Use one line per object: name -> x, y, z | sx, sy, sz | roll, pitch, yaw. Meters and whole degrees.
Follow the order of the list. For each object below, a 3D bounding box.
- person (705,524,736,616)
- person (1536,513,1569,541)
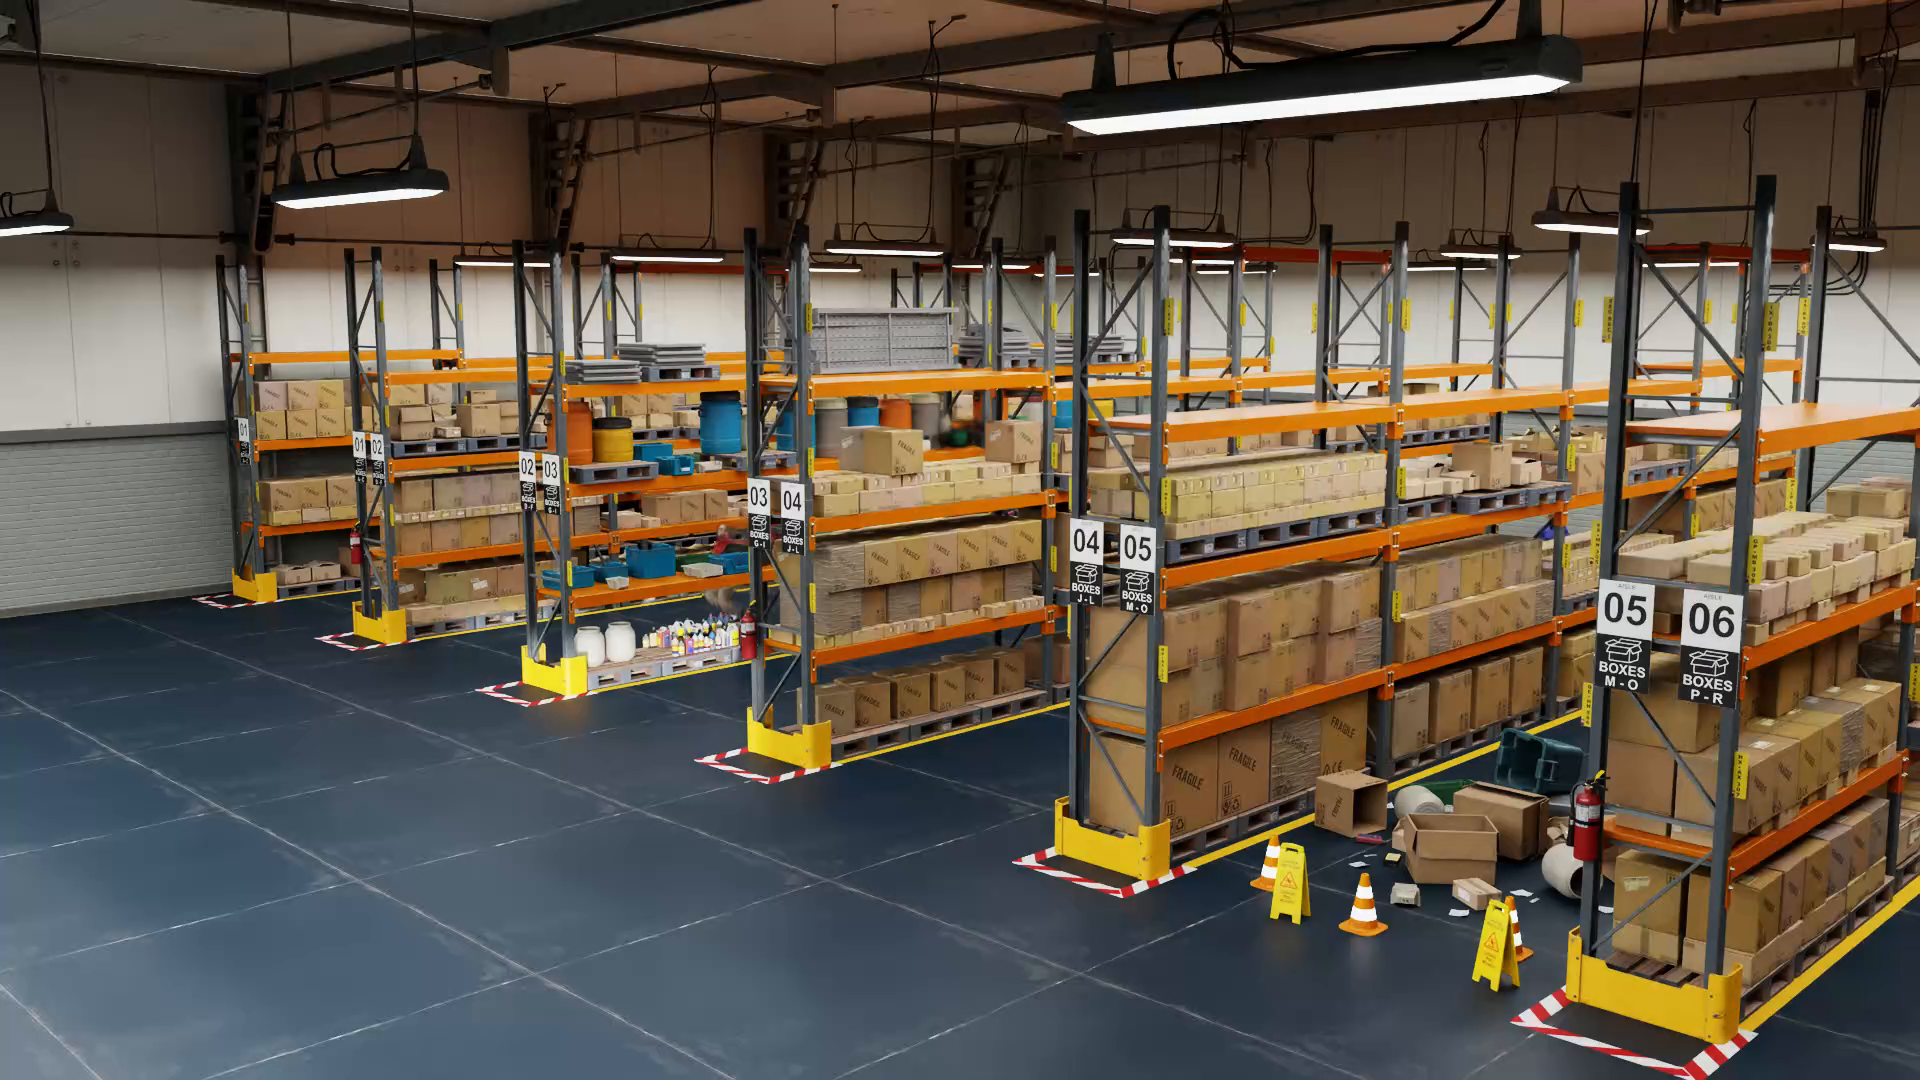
person -> -3.765, 0.586, 26.382 | 0.563, 1.697, 0.710 | -6, 10, -38
person -> 10.231, 0.319, 28.680 | 0.656, 1.647, 0.858 | 3, 9, 22
